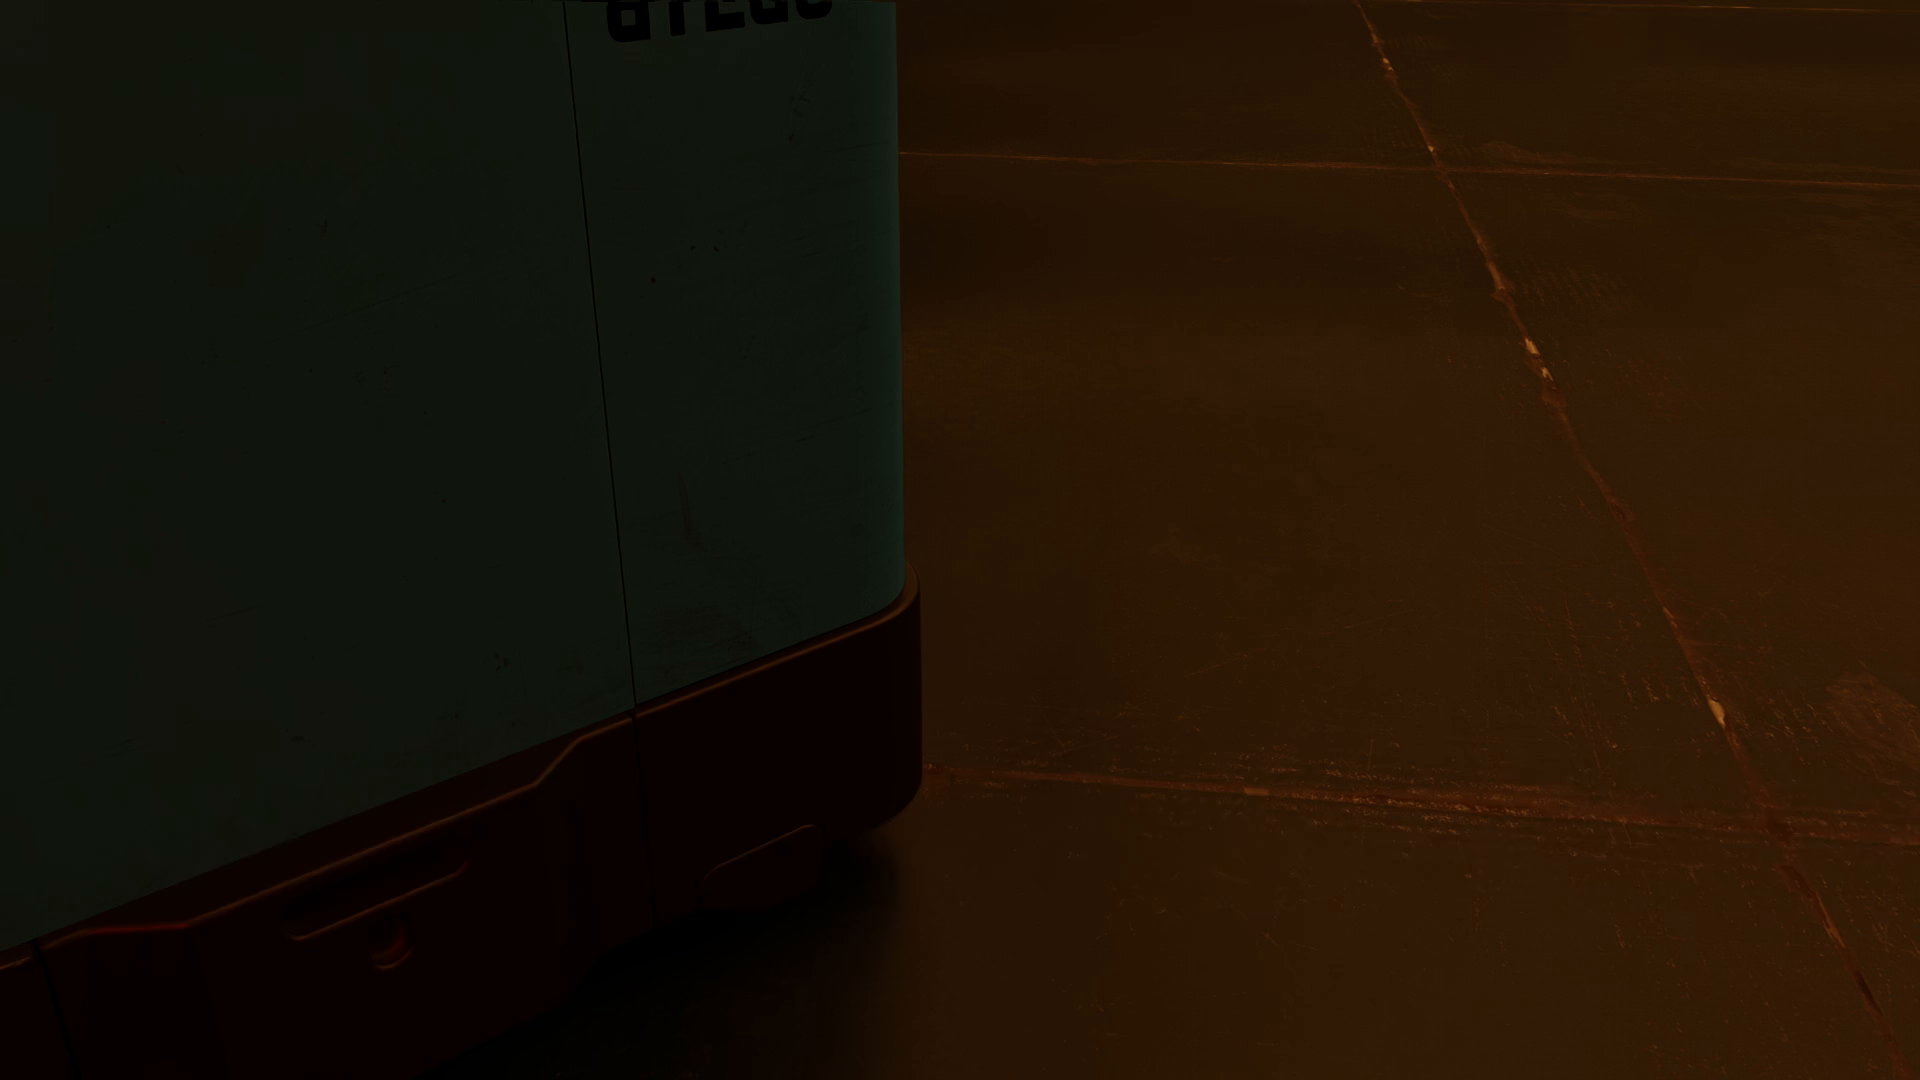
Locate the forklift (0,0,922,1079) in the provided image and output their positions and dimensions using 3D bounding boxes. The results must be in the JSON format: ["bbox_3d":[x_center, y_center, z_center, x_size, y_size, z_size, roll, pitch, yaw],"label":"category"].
[{"bbox_3d":[-1.501,-0.733,0.687,3.031,2.935,1.130,-20,33,-35],"label":"forklift"}]
